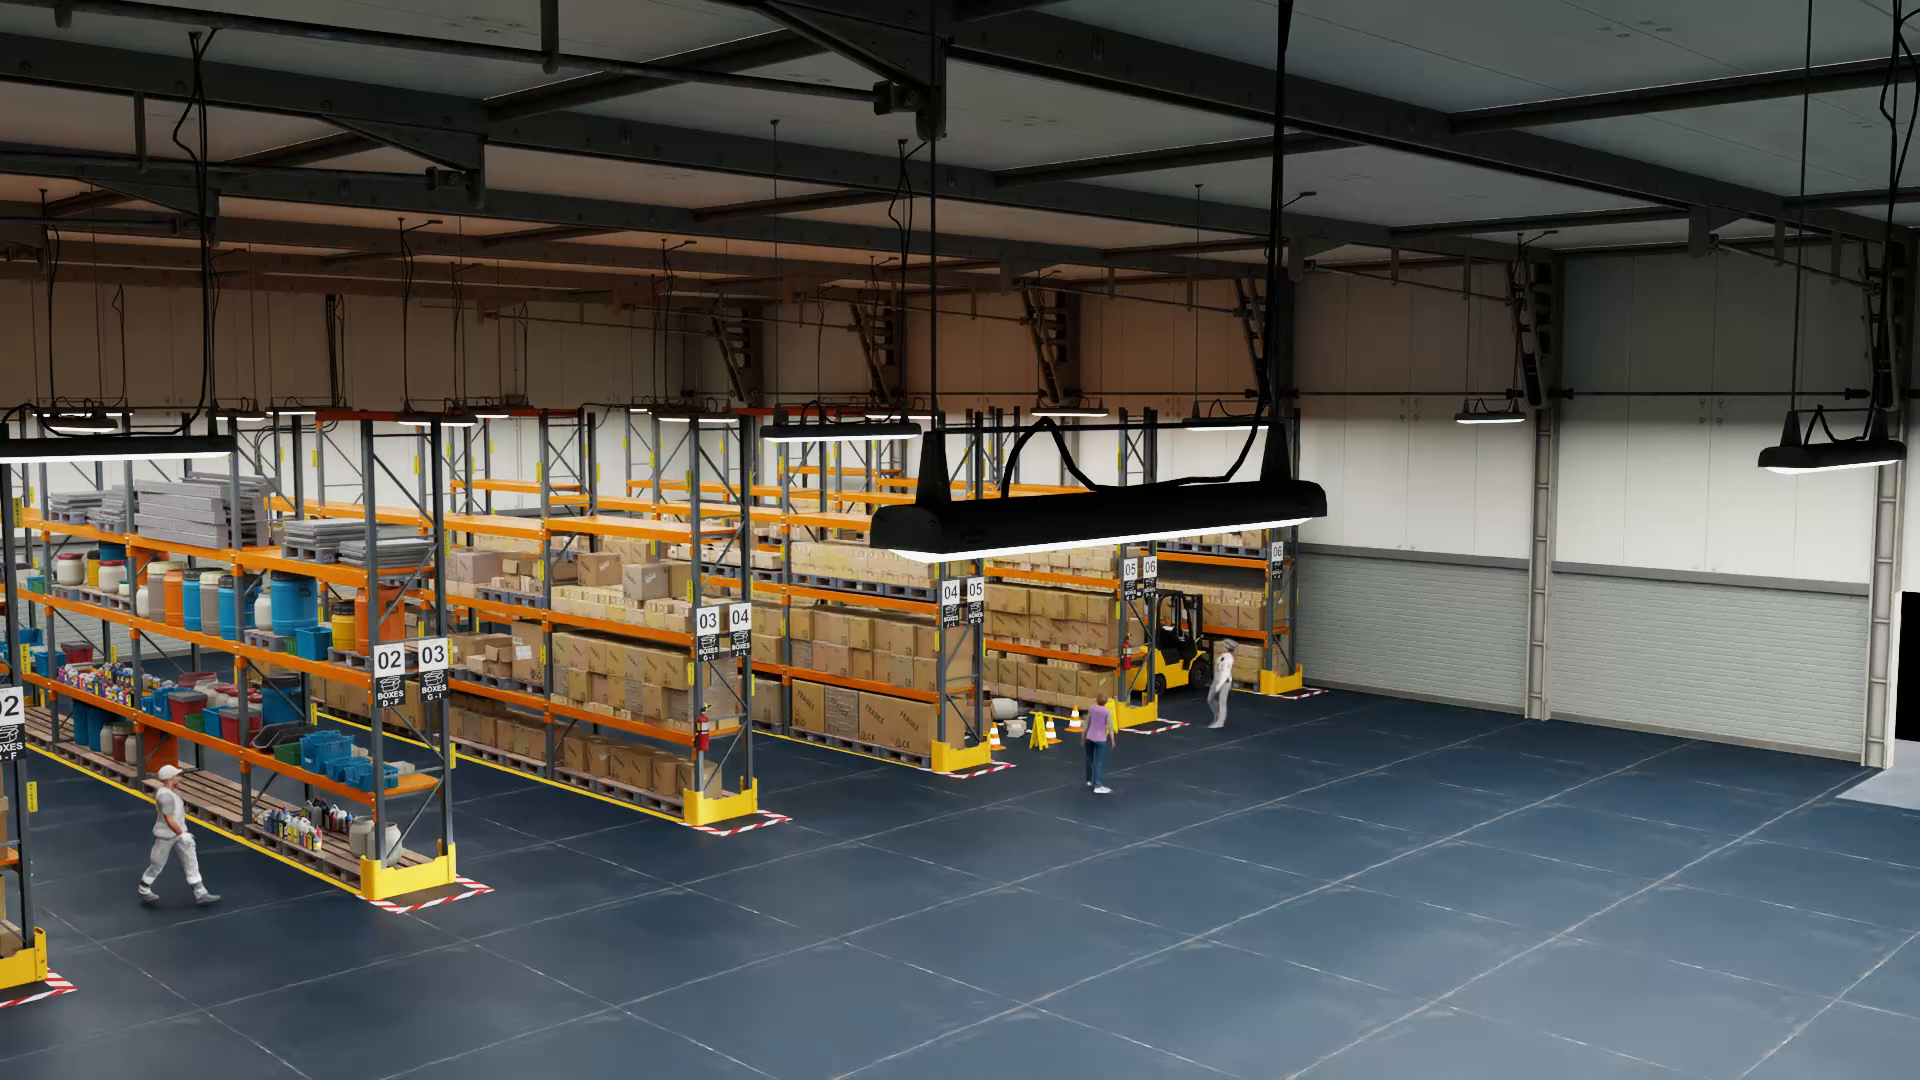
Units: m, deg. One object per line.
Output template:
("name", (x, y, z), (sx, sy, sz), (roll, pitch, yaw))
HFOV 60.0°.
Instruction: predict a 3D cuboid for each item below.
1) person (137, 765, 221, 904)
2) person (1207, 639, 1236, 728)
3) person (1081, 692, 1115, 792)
("person", (-9.704, 3.637, 20.501), (1.067, 1.741, 0.473), (2, 5, 18))
("person", (4.946, 2.719, 31.487), (0.508, 1.701, 0.522), (-3, 6, -26))
("person", (2.185, 3.195, 26.469), (0.558, 1.595, 0.590), (4, 6, 36))
